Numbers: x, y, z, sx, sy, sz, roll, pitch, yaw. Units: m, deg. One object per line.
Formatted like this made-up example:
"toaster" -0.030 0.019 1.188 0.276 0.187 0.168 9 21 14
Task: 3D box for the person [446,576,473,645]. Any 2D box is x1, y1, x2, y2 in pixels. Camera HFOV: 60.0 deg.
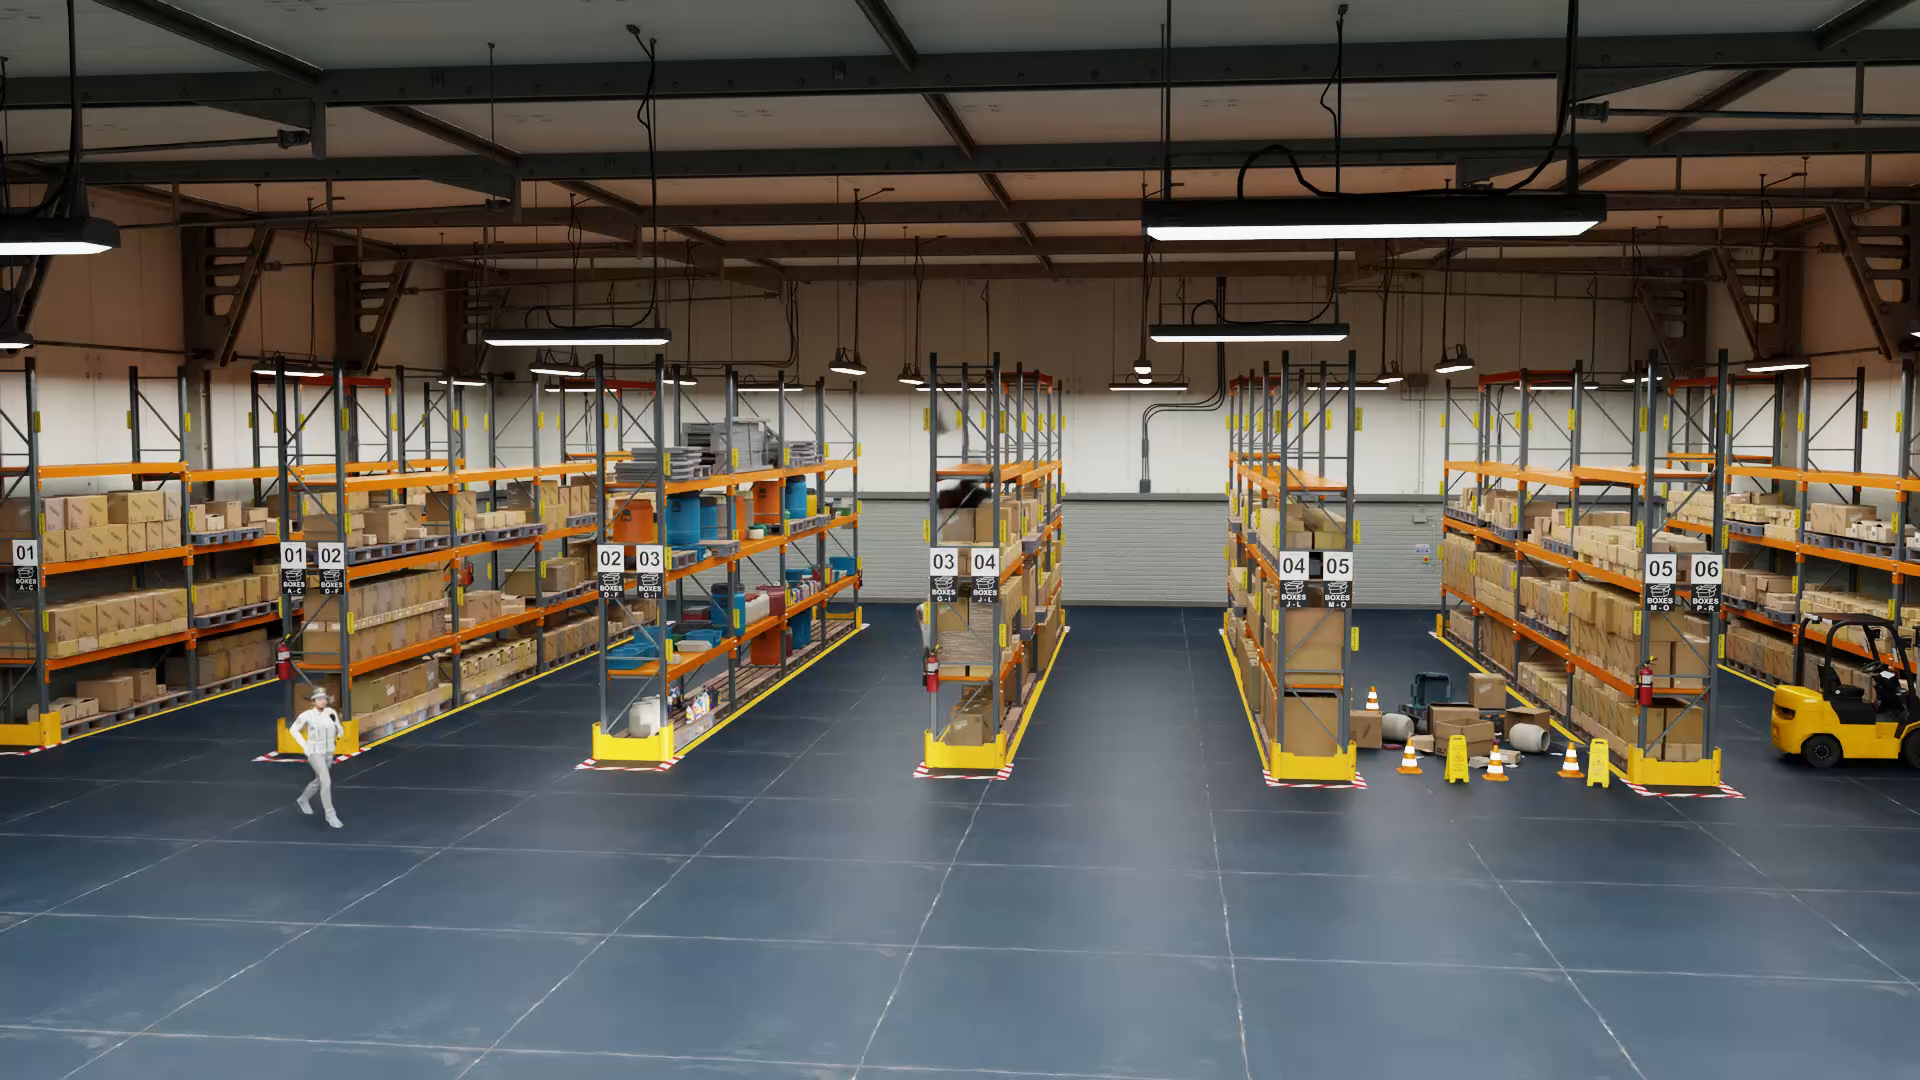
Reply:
"person" -10.801 1.621 35.947 0.645 1.709 0.849 0 4 0

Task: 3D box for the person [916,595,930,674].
"person" -0.564 1.853 33.043 0.594 1.613 0.877 0 4 -4

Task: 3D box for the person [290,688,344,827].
"person" -8.003 2.685 20.817 0.867 1.722 0.597 3 5 33
